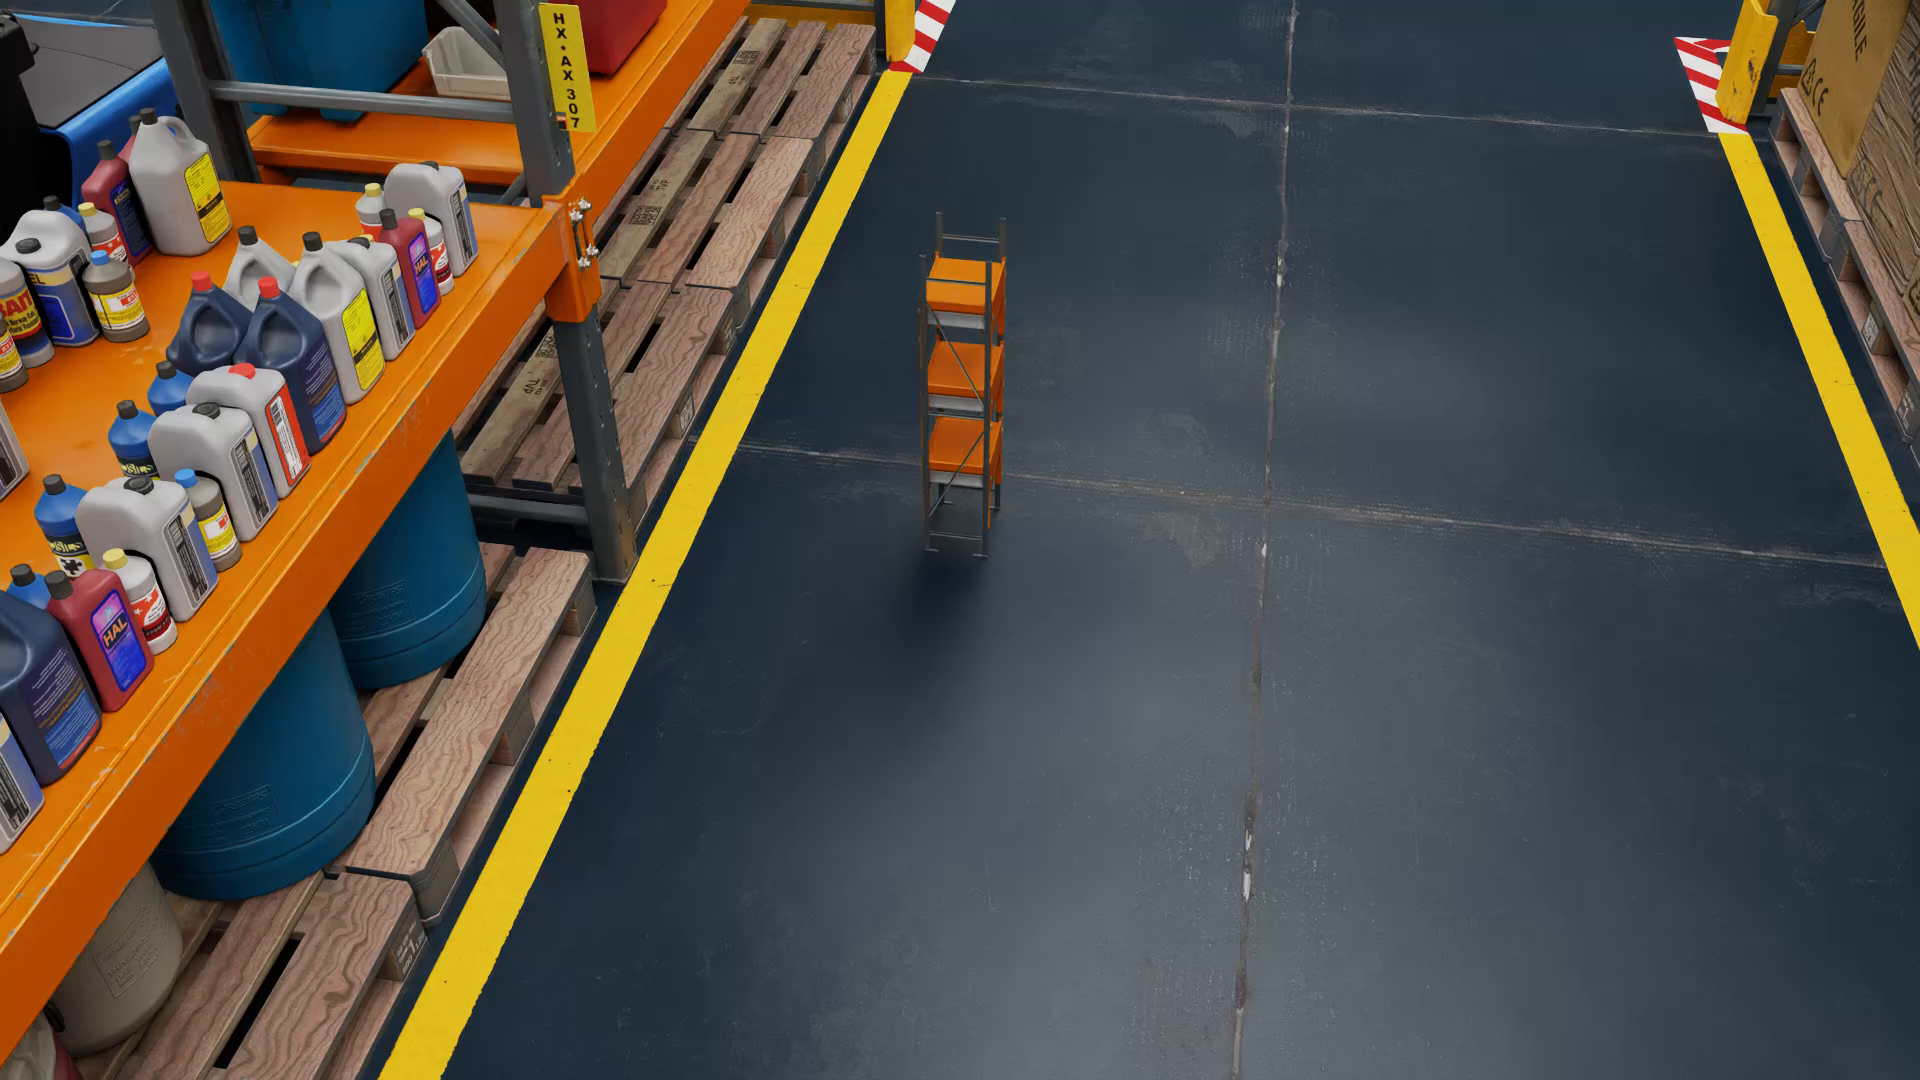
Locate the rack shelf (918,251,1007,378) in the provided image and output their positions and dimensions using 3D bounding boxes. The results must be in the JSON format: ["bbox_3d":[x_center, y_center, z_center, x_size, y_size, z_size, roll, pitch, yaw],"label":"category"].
[{"bbox_3d":[0.009,-0.649,4.782,0.215,0.259,0.240,6,40,8],"label":"rack shelf"}]

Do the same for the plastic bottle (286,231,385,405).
[{"bbox_3d":[-1.338,-0.476,3.511,0.144,0.351,0.185,6,40,8],"label":"plastic bottle"}]

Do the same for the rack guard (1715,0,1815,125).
[{"bbox_3d":[4.074,-2.124,7.427,1.175,0.500,0.348,6,40,8],"label":"rack guard"}]

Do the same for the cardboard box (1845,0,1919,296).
[{"bbox_3d":[3.880,-1.434,5.968,0.875,0.875,0.875,6,40,8],"label":"cardboard box"}]

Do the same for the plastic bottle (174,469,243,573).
[{"bbox_3d":[-1.418,-0.043,3.103,0.097,0.201,0.097,0,40,0],"label":"plastic bottle"}]

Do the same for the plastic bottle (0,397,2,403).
[{"bbox_3d":[-2.100,-0.362,3.489,0.097,0.201,0.097,0,40,0],"label":"plastic bottle"}]

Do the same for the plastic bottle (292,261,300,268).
[{"bbox_3d":[-1.440,-0.522,3.683,0.097,0.201,0.097,0,40,0],"label":"plastic bottle"}]

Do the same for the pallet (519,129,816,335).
[{"bbox_3d":[-1.203,-1.267,6.617,1.003,0.211,1.213,6,40,8],"label":"pallet"}]

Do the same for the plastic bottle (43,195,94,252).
[{"bbox_3d":[-2.027,-0.656,3.791,0.097,0.271,0.097,0,40,0],"label":"plastic bottle"}]

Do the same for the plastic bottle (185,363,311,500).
[{"bbox_3d":[-1.401,-0.232,3.274,0.152,0.276,0.135,6,40,8],"label":"plastic bottle"}]

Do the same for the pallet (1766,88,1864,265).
[{"bbox_3d":[4.008,-1.487,6.883,1.003,0.211,1.213,6,40,8],"label":"pallet"}]

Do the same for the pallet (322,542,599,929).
[{"bbox_3d":[-1.676,0.446,4.545,1.003,0.211,1.213,6,40,8],"label":"pallet"}]

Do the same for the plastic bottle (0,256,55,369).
[{"bbox_3d":[-2.067,-0.511,3.615,0.097,0.271,0.097,0,40,0],"label":"plastic bottle"}]

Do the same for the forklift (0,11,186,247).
[{"bbox_3d":[-3.379,-1.183,4.381,1.130,2.935,3.031,9,40,11],"label":"forklift"}]

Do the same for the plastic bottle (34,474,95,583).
[{"bbox_3d":[-1.591,-0.002,2.999,0.097,0.271,0.097,0,40,0],"label":"plastic bottle"}]

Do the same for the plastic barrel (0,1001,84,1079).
[{"bbox_3d":[-1.930,1.152,3.066,0.600,0.588,0.708,6,40,8],"label":"plastic barrel"}]

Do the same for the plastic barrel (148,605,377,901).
[{"bbox_3d":[-1.735,0.323,3.823,0.600,0.901,0.708,6,40,8],"label":"plastic barrel"}]

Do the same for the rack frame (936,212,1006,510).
[{"bbox_3d":[0.030,-0.515,5.049,0.200,1.050,0.008,6,40,8],"label":"rack frame"}]

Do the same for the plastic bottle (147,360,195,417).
[{"bbox_3d":[-1.527,-0.232,3.278,0.097,0.271,0.097,0,40,0],"label":"plastic bottle"}]

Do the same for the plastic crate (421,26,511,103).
[{"bbox_3d":[-1.280,-1.306,4.636,0.396,0.136,0.243,6,40,8],"label":"plastic crate"}]

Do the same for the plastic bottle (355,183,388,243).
[{"bbox_3d":[-1.377,-0.751,3.960,0.097,0.201,0.097,0,40,0],"label":"plastic bottle"}]

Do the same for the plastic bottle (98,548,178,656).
[{"bbox_3d":[-1.458,0.103,2.927,0.097,0.201,0.097,0,40,0],"label":"plastic bottle"}]

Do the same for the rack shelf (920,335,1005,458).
[{"bbox_3d":[0.009,-0.430,4.963,0.215,0.259,0.240,6,40,8],"label":"rack shelf"}]

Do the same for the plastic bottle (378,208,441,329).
[{"bbox_3d":[-1.246,-0.630,3.750,0.061,0.283,0.133,6,40,8],"label":"plastic bottle"}]

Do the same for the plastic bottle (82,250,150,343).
[{"bbox_3d":[-1.894,-0.552,3.719,0.097,0.201,0.097,0,40,0],"label":"plastic bottle"}]

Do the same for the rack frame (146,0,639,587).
[{"bbox_3d":[-1.501,-1.108,4.236,1.000,3.000,0.127,6,40,8],"label":"rack frame"}]

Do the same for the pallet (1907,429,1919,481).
[{"bbox_3d":[3.586,0.044,5.031,1.003,0.211,1.213,6,40,8],"label":"pallet"}]

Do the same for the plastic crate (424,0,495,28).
[{"bbox_3d":[-1.572,-1.757,5.190,0.437,0.125,0.590,6,40,8],"label":"plastic crate"}]

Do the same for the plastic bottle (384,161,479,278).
[{"bbox_3d":[-1.251,-0.777,3.934,0.152,0.276,0.135,6,40,8],"label":"plastic bottle"}]

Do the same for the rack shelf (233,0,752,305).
[{"bbox_3d":[-1.155,-2.086,5.984,1.077,0.370,4.000,6,40,8],"label":"rack shelf"}]

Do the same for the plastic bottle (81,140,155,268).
[{"bbox_3d":[-2.008,-0.796,3.951,0.061,0.283,0.133,6,40,8],"label":"plastic bottle"}]

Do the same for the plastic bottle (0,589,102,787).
[{"bbox_3d":[-1.528,0.215,2.675,0.144,0.351,0.185,6,40,8],"label":"plastic bottle"}]

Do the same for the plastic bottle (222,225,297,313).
[{"bbox_3d":[-1.480,-0.492,3.530,0.144,0.351,0.185,6,40,8],"label":"plastic bottle"}]

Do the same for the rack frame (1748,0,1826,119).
[{"bbox_3d":[4.069,-3.072,6.612,1.000,3.000,0.127,6,40,8],"label":"rack frame"}]

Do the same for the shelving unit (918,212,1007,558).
[{"bbox_3d":[0.009,-0.438,4.956,0.215,1.050,0.252,6,40,8],"label":"shelving unit"}]
